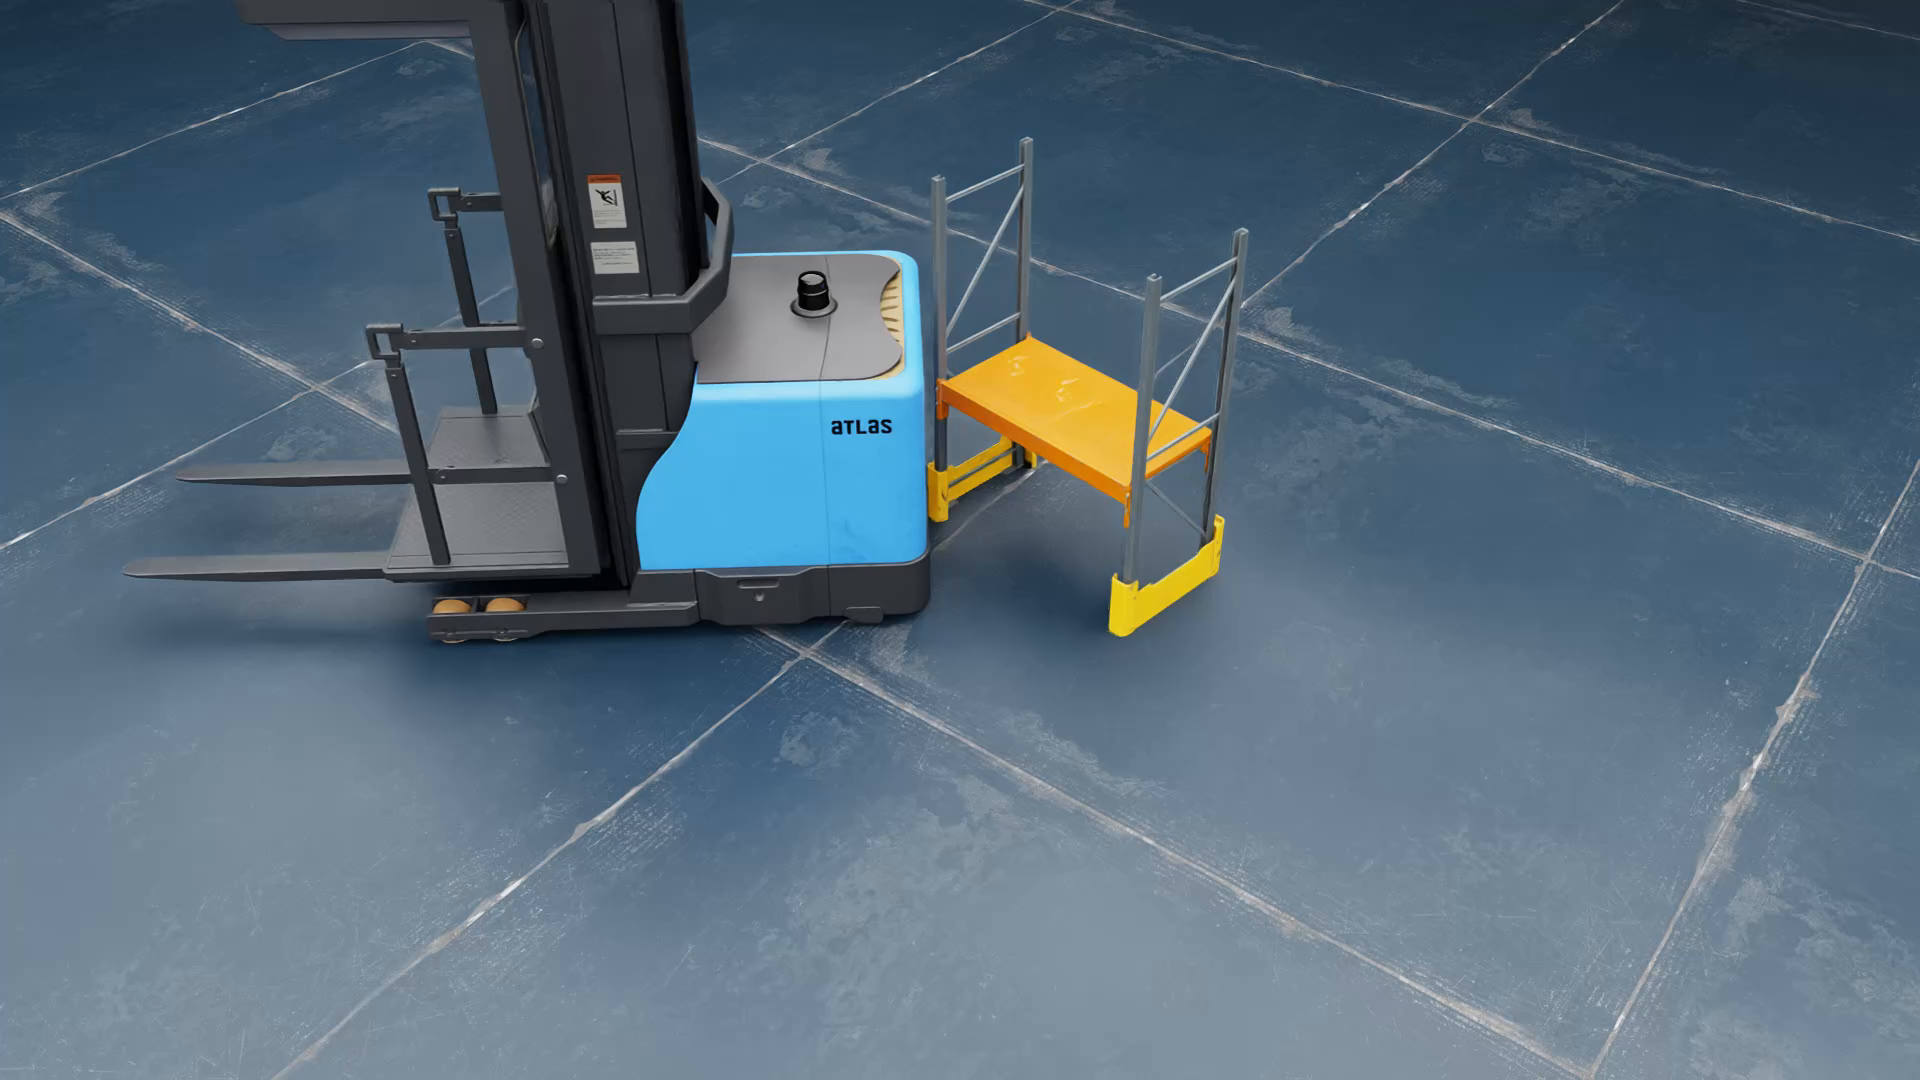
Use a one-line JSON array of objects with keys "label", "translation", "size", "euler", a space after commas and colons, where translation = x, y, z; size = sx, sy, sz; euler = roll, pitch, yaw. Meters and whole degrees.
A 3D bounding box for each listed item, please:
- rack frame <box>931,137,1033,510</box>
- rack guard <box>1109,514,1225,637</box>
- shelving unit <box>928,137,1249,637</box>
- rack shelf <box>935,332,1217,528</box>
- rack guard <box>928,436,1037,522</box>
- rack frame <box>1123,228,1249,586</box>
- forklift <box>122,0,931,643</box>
[{"label": "rack frame", "translation": [0.086, -0.811, 6.569], "size": [0.500, 1.500, 0.032], "euler": [-31, 48, -33]}, {"label": "rack guard", "translation": [0.795, 0.130, 6.382], "size": [0.587, 0.250, 0.087], "euler": [-31, 48, -33]}, {"label": "shelving unit", "translation": [0.447, -0.582, 6.277], "size": [0.587, 1.500, 1.083], "euler": [-31, 48, -33]}, {"label": "rack shelf", "translation": [0.441, -0.445, 6.393], "size": [0.538, 0.185, 1.000], "euler": [-31, 48, -33]}, {"label": "rack guard", "translation": [0.099, -0.310, 6.943], "size": [0.587, 0.250, 0.087], "euler": [-31, 48, -33]}, {"label": "rack frame", "translation": [0.796, -0.362, 5.996], "size": [0.500, 1.500, 0.032], "euler": [-31, 48, -33]}, {"label": "forklift", "translation": [-1.645, -1.101, 5.779], "size": [3.031, 2.935, 1.130], "euler": [-2, 38, -2]}]
